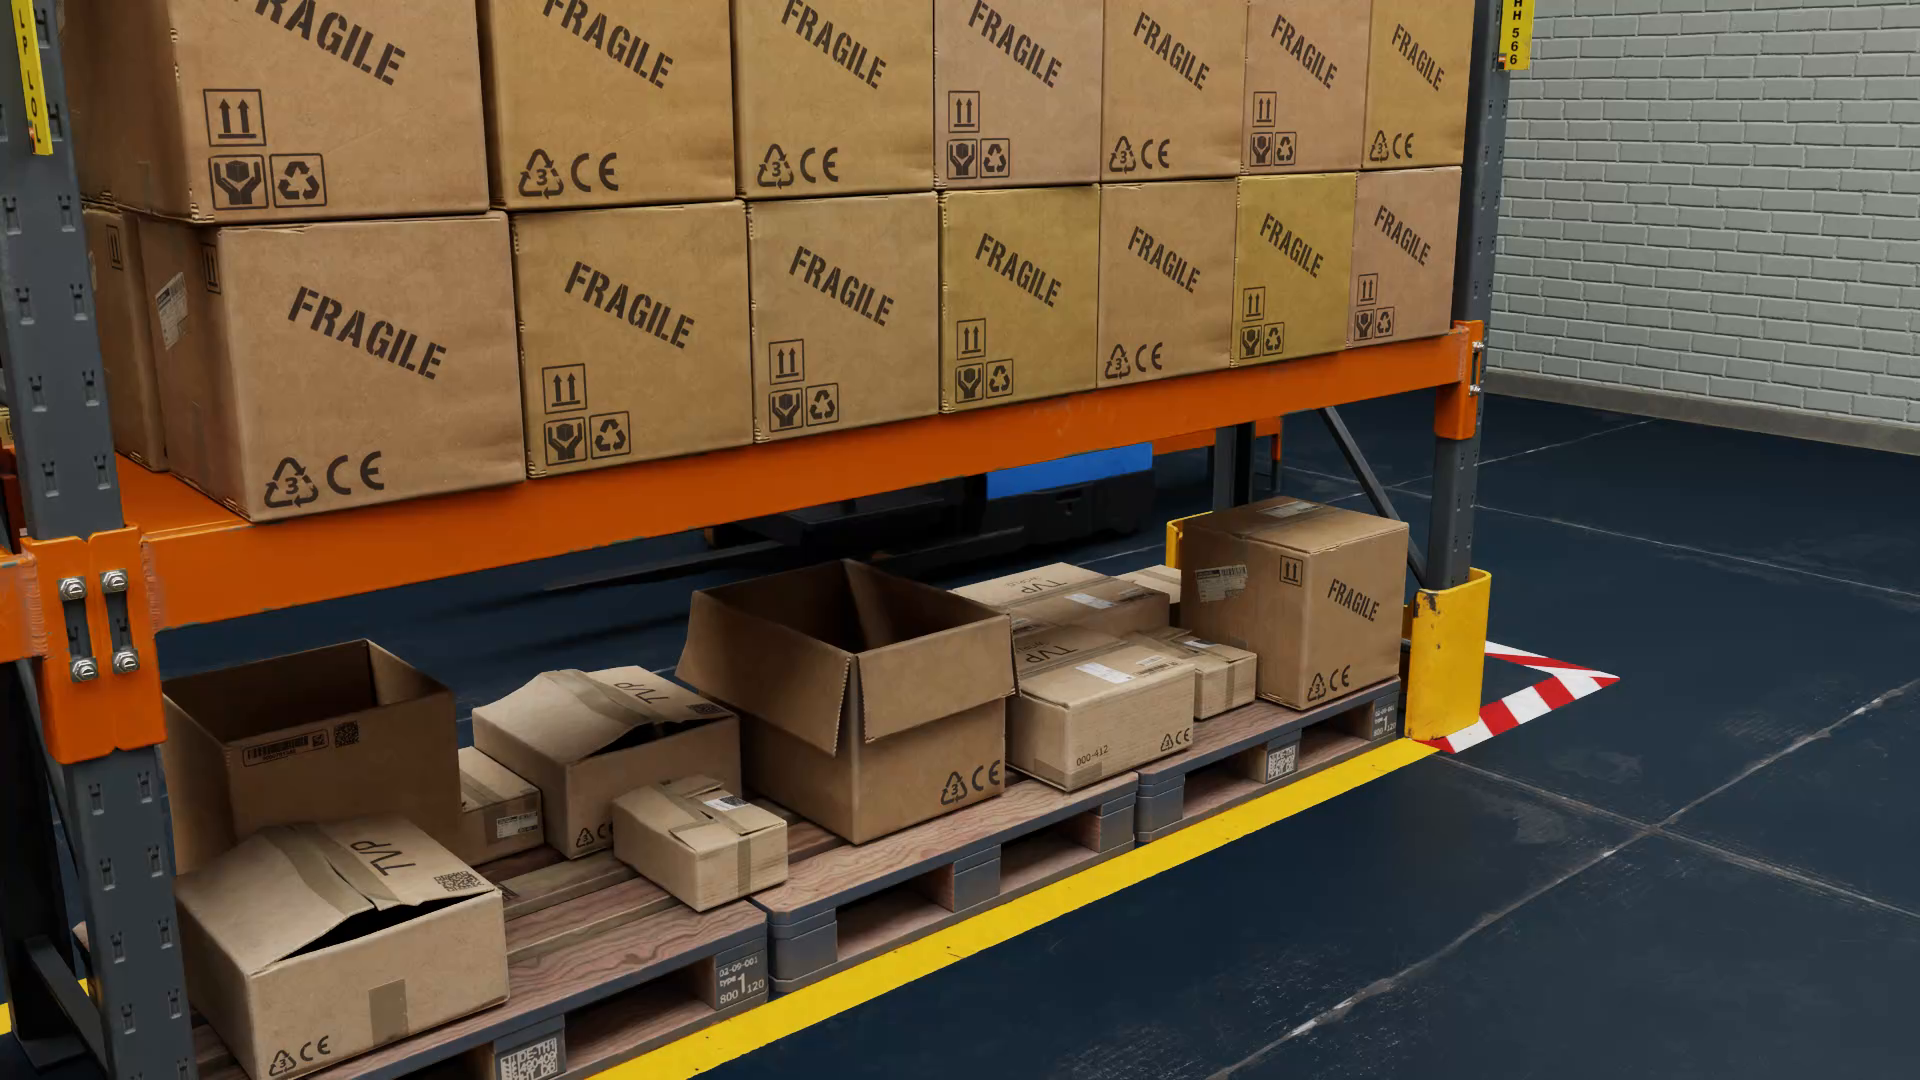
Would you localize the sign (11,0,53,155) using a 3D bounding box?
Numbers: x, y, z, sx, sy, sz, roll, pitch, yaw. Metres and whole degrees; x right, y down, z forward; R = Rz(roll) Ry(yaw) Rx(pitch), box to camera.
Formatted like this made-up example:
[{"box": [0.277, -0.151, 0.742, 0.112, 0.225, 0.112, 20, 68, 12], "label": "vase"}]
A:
[{"box": [-1.356, -0.727, 2.416, 0.005, 0.325, 0.100, -13, 19, -39], "label": "sign"}]

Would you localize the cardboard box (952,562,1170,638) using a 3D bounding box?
[{"box": [0.321, 0.285, 5.348, 0.500, 0.250, 0.500, -13, 19, -39], "label": "cardboard box"}]

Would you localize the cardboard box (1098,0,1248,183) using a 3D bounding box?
[{"box": [0.370, -1.181, 4.227, 0.500, 0.500, 0.500, -12, 19, -38], "label": "cardboard box"}]

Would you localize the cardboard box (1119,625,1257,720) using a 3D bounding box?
[{"box": [0.681, 0.395, 5.098, 0.250, 0.166, 0.380, -13, 19, -39], "label": "cardboard box"}]

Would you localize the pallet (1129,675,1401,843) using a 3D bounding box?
[{"box": [0.636, 0.543, 5.310, 1.213, 0.211, 1.003, -13, 19, -39], "label": "pallet"}]

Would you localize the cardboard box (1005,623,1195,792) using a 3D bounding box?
[{"box": [0.309, 0.458, 4.698, 0.500, 0.250, 0.500, -13, 19, -39], "label": "cardboard box"}]

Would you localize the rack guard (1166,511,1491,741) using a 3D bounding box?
[{"box": [1.237, 0.268, 5.779, 0.348, 0.500, 1.175, -13, 19, -39], "label": "rack guard"}]

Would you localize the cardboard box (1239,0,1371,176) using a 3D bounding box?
[{"box": [0.758, -1.270, 4.559, 0.500, 0.500, 0.500, -12, 19, -38], "label": "cardboard box"}]

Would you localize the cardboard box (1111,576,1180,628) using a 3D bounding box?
[{"box": [0.564, 0.250, 5.640, 0.250, 0.166, 0.380, -13, 19, -39], "label": "cardboard box"}]

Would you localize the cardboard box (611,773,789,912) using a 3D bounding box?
[{"box": [-0.619, 0.704, 3.941, 0.250, 0.166, 0.380, -13, 19, -39], "label": "cardboard box"}]

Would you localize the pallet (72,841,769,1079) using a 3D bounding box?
[{"box": [-1.205, 0.956, 3.763, 1.213, 0.211, 1.003, -13, 19, -39], "label": "pallet"}]

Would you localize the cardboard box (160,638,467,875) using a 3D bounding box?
[{"box": [-1.480, 0.568, 3.802, 0.500, 0.500, 0.500, -13, 19, -39], "label": "cardboard box"}]

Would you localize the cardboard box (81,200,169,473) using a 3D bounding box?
[{"box": [-1.515, -0.458, 3.459, 0.500, 0.500, 0.500, -12, 19, -38], "label": "cardboard box"}]

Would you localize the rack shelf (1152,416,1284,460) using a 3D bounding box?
[{"box": [1.108, -0.524, 8.480, 1.000, 0.278, 0.538, -11, 19, -37], "label": "rack shelf"}]

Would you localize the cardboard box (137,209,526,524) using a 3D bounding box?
[{"box": [-1.160, -0.357, 3.080, 0.500, 0.500, 0.500, -12, 19, -38], "label": "cardboard box"}]

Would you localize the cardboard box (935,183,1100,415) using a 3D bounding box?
[{"box": [-0.014, -0.615, 4.046, 0.500, 0.500, 0.500, -13, 20, -40], "label": "cardboard box"}]

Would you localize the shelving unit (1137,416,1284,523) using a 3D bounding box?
[{"box": [1.108, -0.760, 8.417, 1.048, 1.125, 0.538, -11, 19, -37], "label": "shelving unit"}]

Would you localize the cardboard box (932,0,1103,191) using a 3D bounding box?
[{"box": [-0.017, -1.094, 3.901, 0.500, 0.500, 0.500, -12, 19, -38], "label": "cardboard box"}]

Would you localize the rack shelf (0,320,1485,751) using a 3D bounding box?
[{"box": [-0.215, -0.267, 4.329, 4.000, 0.370, 1.077, -13, 19, -39], "label": "rack shelf"}]

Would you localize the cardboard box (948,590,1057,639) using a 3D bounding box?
[{"box": [-0.057, 0.369, 5.031, 0.500, 0.250, 0.500, -13, 19, -39], "label": "cardboard box"}]

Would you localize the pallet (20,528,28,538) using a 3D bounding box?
[{"box": [-4.353, -0.005, 7.361, 1.213, 0.211, 1.003, -13, 19, -39], "label": "pallet"}]

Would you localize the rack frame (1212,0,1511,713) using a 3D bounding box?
[{"box": [1.294, -0.953, 5.505, 0.127, 3.000, 1.000, -13, 19, -39], "label": "rack frame"}]

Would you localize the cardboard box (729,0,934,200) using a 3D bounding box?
[{"box": [-0.406, -1.006, 3.573, 0.500, 0.500, 0.500, -13, 20, -41], "label": "cardboard box"}]

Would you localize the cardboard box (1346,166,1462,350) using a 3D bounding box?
[{"box": [1.135, -0.872, 5.010, 0.500, 0.500, 0.500, -12, 19, -38], "label": "cardboard box"}]

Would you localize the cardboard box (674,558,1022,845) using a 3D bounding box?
[{"box": [-0.309, 0.399, 4.429, 0.637, 0.503, 0.797, -13, 19, -39], "label": "cardboard box"}]

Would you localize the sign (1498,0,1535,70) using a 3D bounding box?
[{"box": [1.643, -1.554, 4.897, 0.005, 0.325, 0.100, -13, 19, -39], "label": "sign"}]

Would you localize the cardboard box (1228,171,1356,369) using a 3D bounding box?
[{"box": [0.746, -0.784, 4.678, 0.500, 0.500, 0.500, -12, 19, -39], "label": "cardboard box"}]

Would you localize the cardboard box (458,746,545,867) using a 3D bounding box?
[{"box": [-1.236, 0.663, 4.129, 0.250, 0.149, 0.380, -13, 19, -39], "label": "cardboard box"}]

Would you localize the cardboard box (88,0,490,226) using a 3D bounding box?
[{"box": [-1.183, -0.832, 2.920, 0.500, 0.500, 0.500, -12, 19, -38], "label": "cardboard box"}]

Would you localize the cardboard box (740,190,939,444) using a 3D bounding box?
[{"box": [-0.397, -0.529, 3.722, 0.500, 0.500, 0.500, -13, 20, -40], "label": "cardboard box"}]

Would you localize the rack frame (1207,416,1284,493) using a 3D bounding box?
[{"box": [1.508, -0.841, 8.719, 0.032, 1.125, 0.500, -11, 19, -37], "label": "rack frame"}]

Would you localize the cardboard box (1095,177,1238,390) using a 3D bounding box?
[{"box": [0.366, -0.700, 4.366, 0.500, 0.500, 0.500, -12, 19, -39], "label": "cardboard box"}]

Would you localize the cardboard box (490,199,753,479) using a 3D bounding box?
[{"box": [-0.776, -0.444, 3.407, 0.500, 0.500, 0.500, -12, 19, -38], "label": "cardboard box"}]

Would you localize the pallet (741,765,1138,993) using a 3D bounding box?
[{"box": [-0.284, 0.748, 4.541, 1.213, 0.211, 1.003, -13, 19, -39], "label": "pallet"}]

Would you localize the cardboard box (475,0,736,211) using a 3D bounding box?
[{"box": [-0.794, -0.919, 3.247, 0.500, 0.500, 0.500, -13, 20, -41], "label": "cardboard box"}]

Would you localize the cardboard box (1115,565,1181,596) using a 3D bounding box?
[{"box": [0.753, 0.216, 5.801, 0.250, 0.149, 0.380, -13, 19, -39], "label": "cardboard box"}]

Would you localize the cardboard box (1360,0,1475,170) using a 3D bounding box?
[{"box": [1.139, -1.355, 4.880, 0.500, 0.500, 0.500, -13, 20, -40], "label": "cardboard box"}]

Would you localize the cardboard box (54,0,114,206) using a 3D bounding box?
[{"box": [-1.512, -0.943, 3.335, 0.500, 0.500, 0.500, -13, 19, -39], "label": "cardboard box"}]

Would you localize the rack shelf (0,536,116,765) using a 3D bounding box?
[{"box": [-3.232, 0.411, 1.792, 4.000, 0.370, 1.077, -13, 19, -39], "label": "rack shelf"}]

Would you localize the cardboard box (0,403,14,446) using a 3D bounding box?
[{"box": [-4.346, -0.341, 7.244, 0.500, 0.500, 0.700, -12, 19, -39], "label": "cardboard box"}]

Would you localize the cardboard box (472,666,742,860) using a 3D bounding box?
[{"box": [-0.914, 0.532, 4.302, 0.500, 0.311, 0.500, -13, 19, -39], "label": "cardboard box"}]

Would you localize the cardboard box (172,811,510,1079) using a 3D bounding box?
[{"box": [-1.265, 0.782, 3.367, 0.500, 0.311, 0.500, -13, 19, -39], "label": "cardboard box"}]

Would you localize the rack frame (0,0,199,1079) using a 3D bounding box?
[{"box": [-1.723, -0.275, 2.968, 0.127, 3.000, 1.000, -13, 19, -39], "label": "rack frame"}]

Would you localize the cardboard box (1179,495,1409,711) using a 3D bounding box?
[{"box": [1.046, 0.182, 5.246, 0.500, 0.500, 0.500, -13, 19, -39], "label": "cardboard box"}]

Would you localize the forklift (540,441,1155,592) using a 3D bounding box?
[{"box": [-0.553, -1.321, 7.015, 3.031, 2.935, 1.130, -11, 19, -37], "label": "forklift"}]
